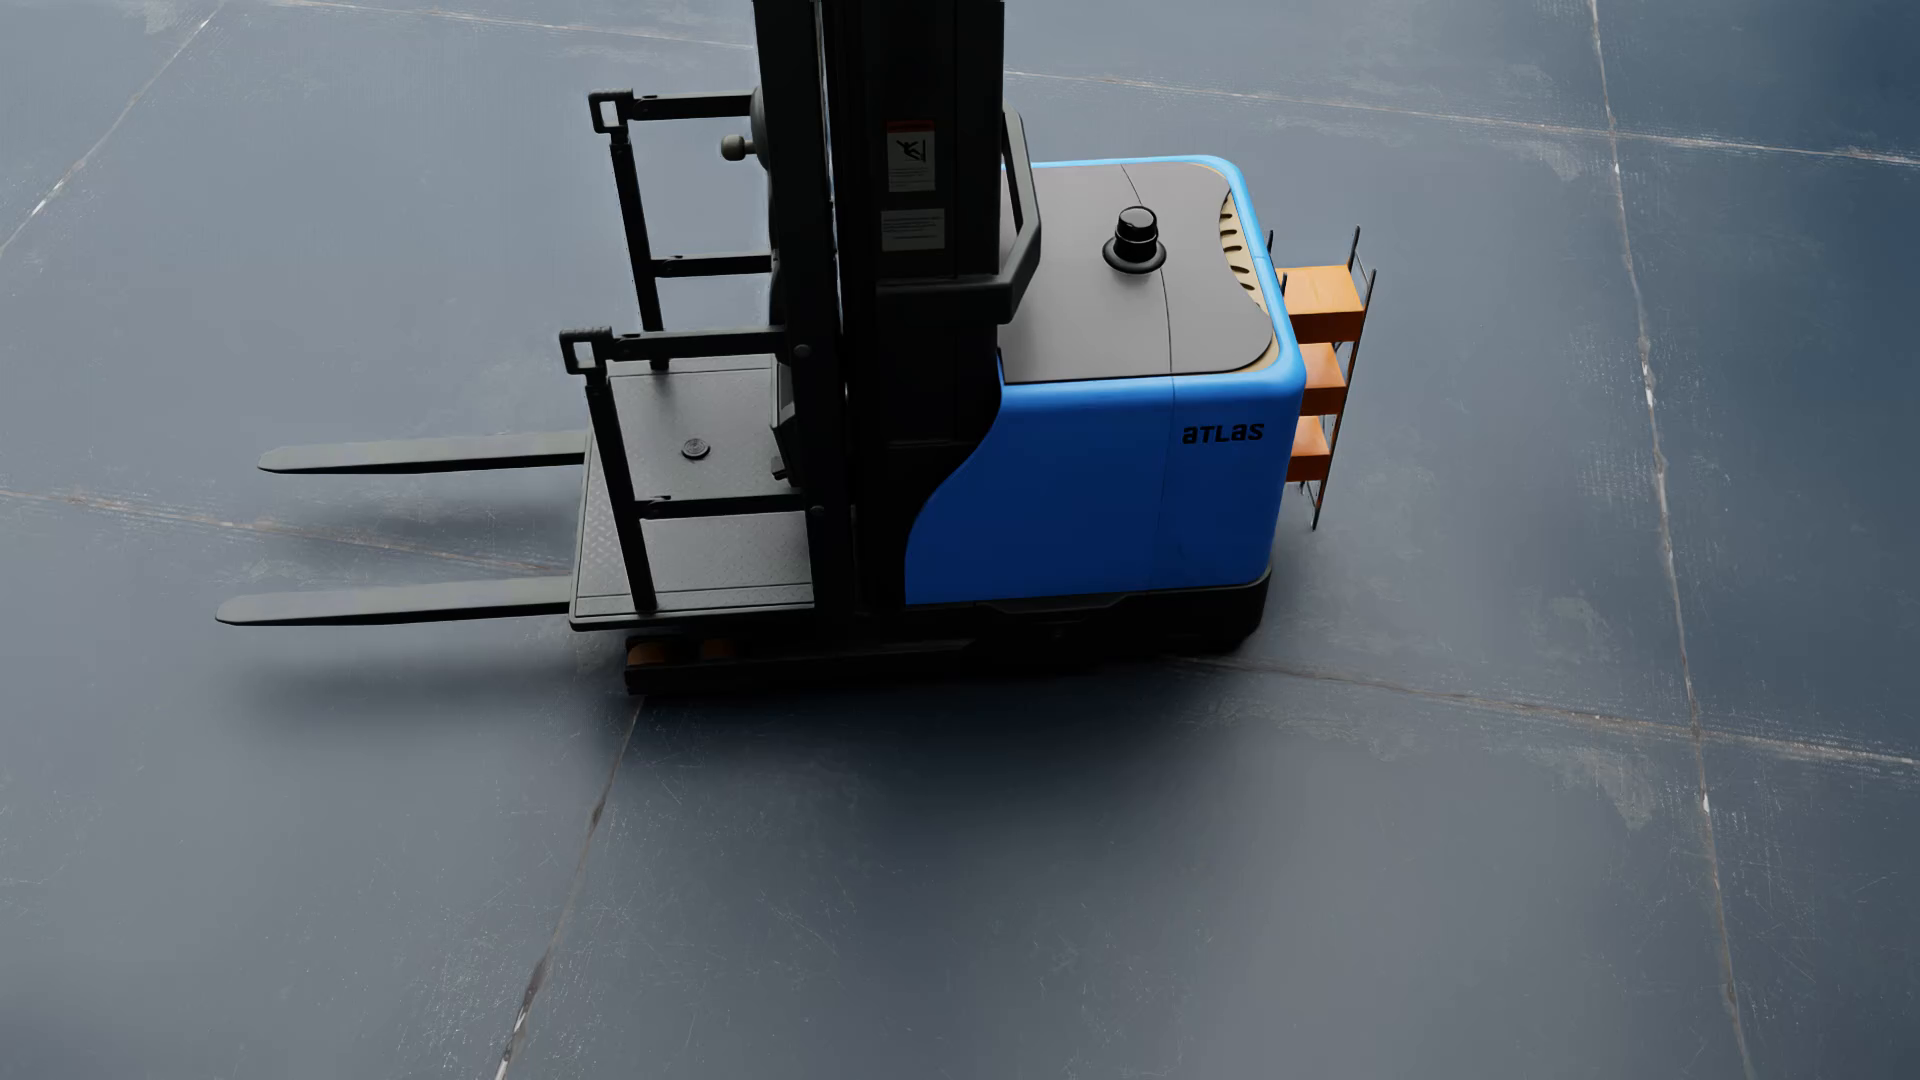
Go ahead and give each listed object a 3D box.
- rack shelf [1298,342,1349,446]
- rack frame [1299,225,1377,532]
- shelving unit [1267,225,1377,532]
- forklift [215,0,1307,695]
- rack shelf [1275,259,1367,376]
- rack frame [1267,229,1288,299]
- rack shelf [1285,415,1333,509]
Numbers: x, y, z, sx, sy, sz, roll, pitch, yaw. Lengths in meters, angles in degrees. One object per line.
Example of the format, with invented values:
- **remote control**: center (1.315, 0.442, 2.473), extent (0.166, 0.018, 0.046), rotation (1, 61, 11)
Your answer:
- **rack shelf**: center (0.994, -0.437, 4.951), extent (0.240, 0.259, 0.215), rotation (-3, 48, -3)
- **rack frame**: center (1.115, -0.452, 4.950), extent (0.008, 1.050, 0.200), rotation (-3, 48, -3)
- **shelving unit**: center (0.994, -0.445, 4.944), extent (0.252, 1.050, 0.215), rotation (-3, 48, -3)
- **forklift**: center (-0.645, -0.941, 4.125), extent (3.031, 2.935, 1.130), rotation (-3, 48, -3)
- **rack shelf**: center (0.994, -0.627, 4.740), extent (0.240, 0.259, 0.215), rotation (-3, 48, -3)
- **rack frame**: center (0.872, -0.437, 4.937), extent (0.008, 1.050, 0.200), rotation (-3, 48, -3)
- **rack shelf**: center (0.994, -0.252, 5.158), extent (0.240, 0.259, 0.215), rotation (-3, 48, -3)
